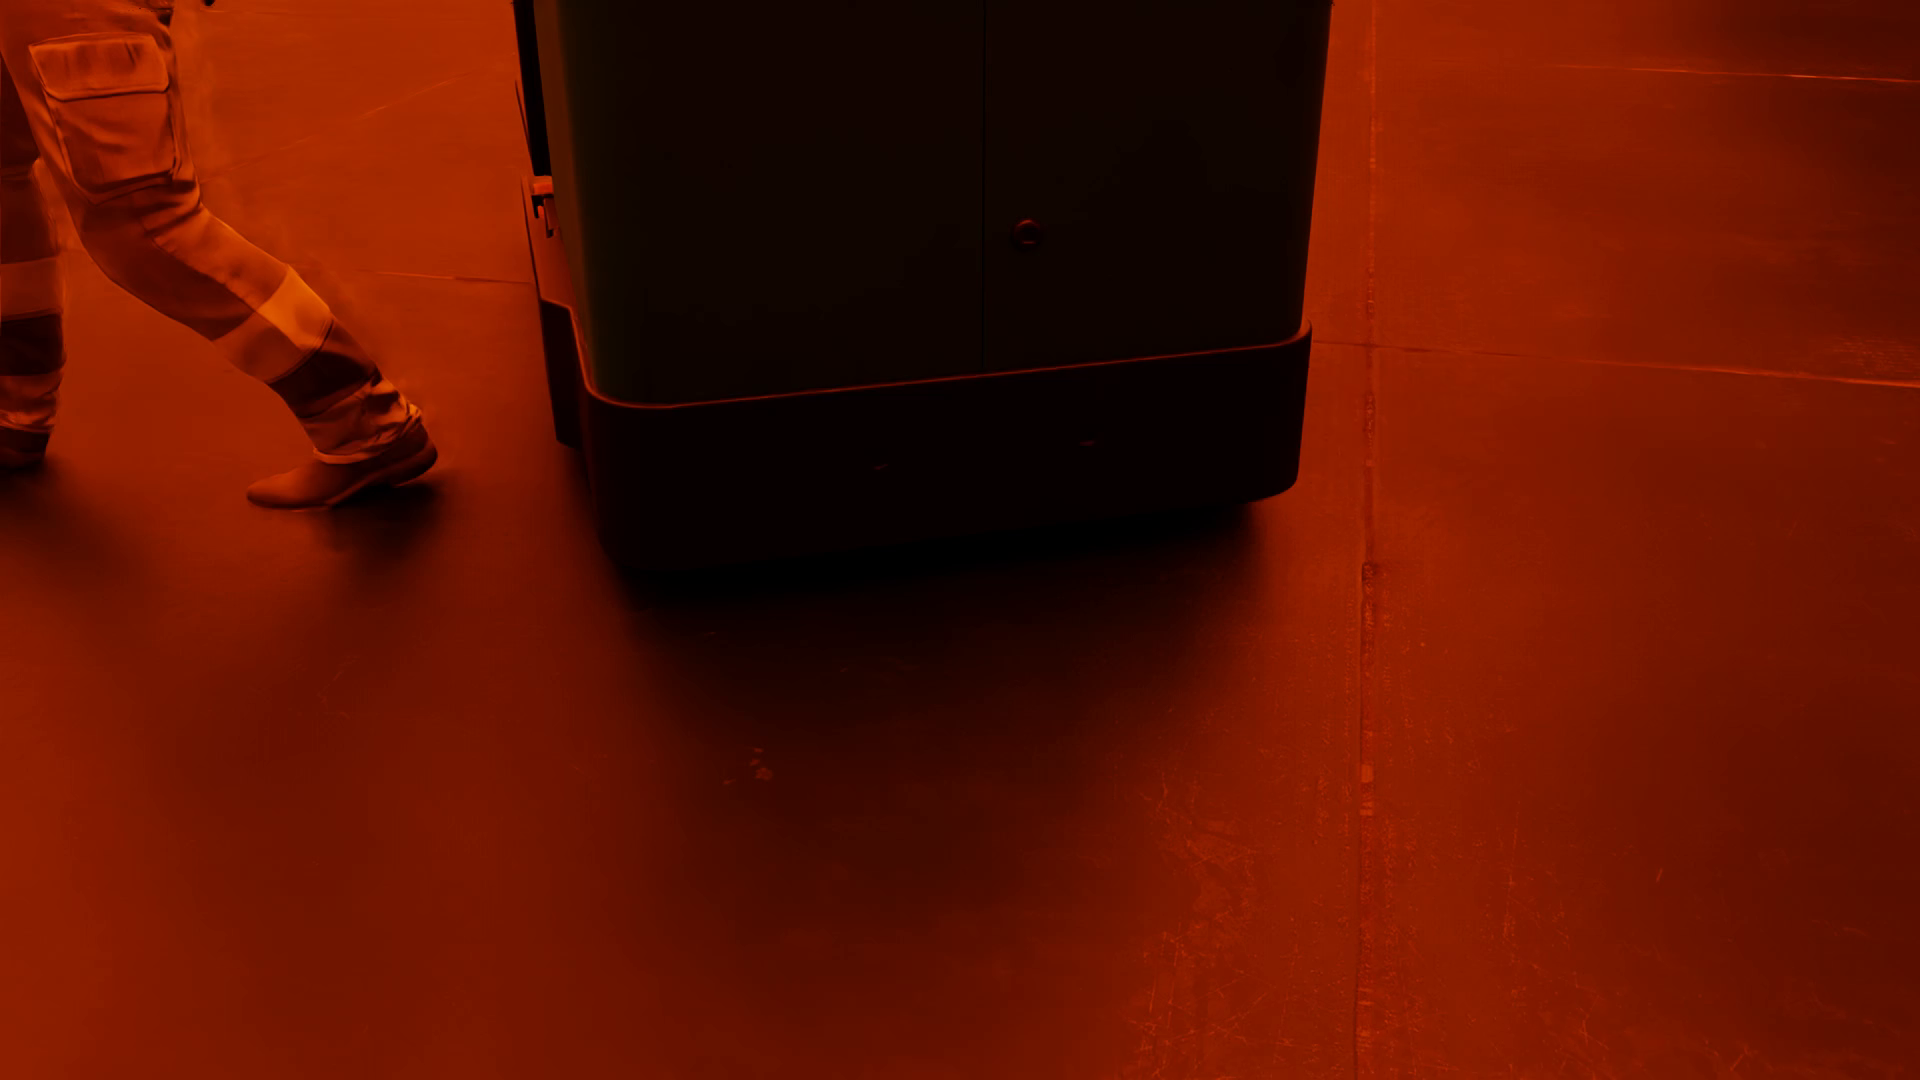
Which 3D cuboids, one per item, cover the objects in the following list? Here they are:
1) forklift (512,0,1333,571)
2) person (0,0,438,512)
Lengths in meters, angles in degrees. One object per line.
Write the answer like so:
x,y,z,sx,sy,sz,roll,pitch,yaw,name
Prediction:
-0.370,-1.910,3.033,1.130,2.935,3.031,-7,28,-14,forklift
-1.324,-0.875,2.355,0.891,1.727,0.696,-8,28,-16,person
